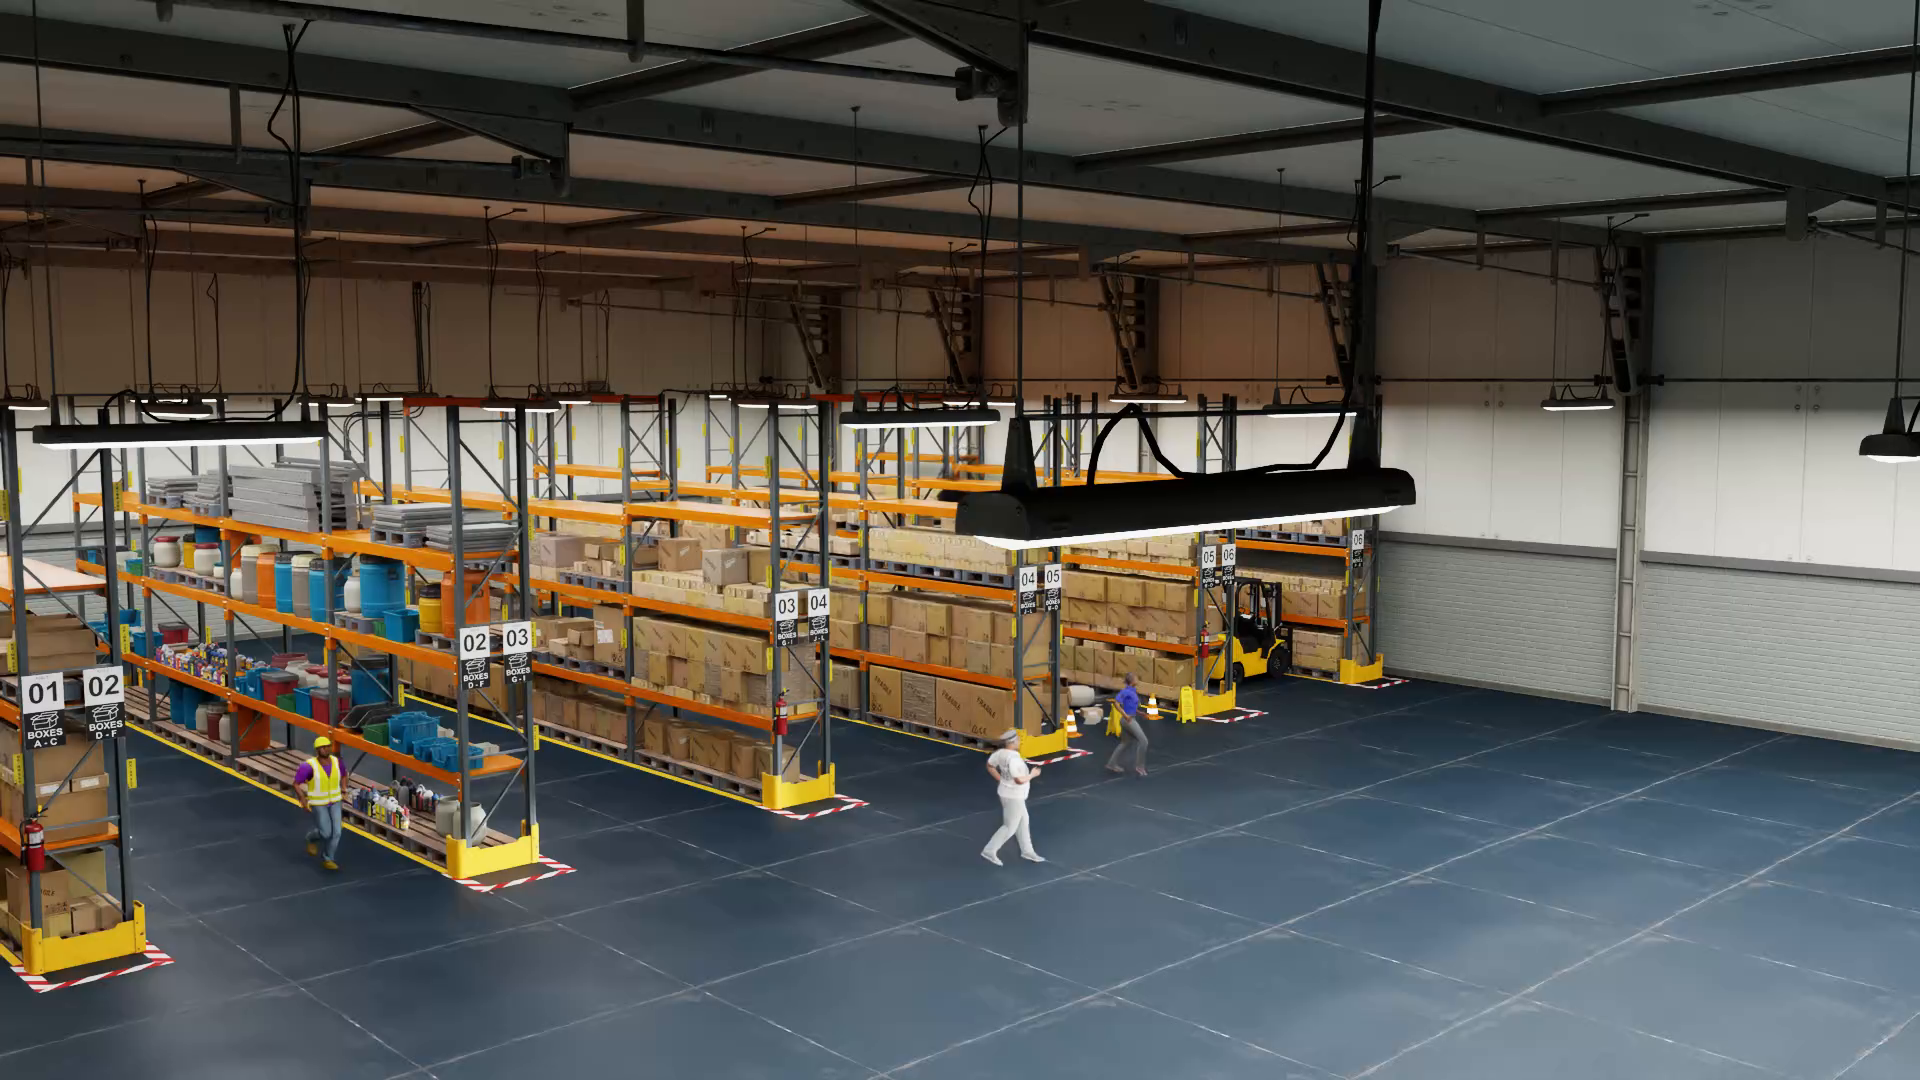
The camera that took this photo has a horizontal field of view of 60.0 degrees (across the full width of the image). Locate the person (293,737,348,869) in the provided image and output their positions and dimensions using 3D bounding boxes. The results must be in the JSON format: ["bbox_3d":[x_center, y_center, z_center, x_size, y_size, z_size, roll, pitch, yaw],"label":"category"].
[{"bbox_3d":[-8.253,3.395,21.573,0.587,1.720,0.707,5,8,44],"label":"person"}]

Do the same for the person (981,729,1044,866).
[{"bbox_3d":[0.690,3.338,21.549,0.894,1.800,0.652,-1,6,-13],"label":"person"}]

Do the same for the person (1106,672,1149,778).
[{"bbox_3d":[2.691,2.954,26.605,0.708,1.690,0.581,1,6,11],"label":"person"}]
